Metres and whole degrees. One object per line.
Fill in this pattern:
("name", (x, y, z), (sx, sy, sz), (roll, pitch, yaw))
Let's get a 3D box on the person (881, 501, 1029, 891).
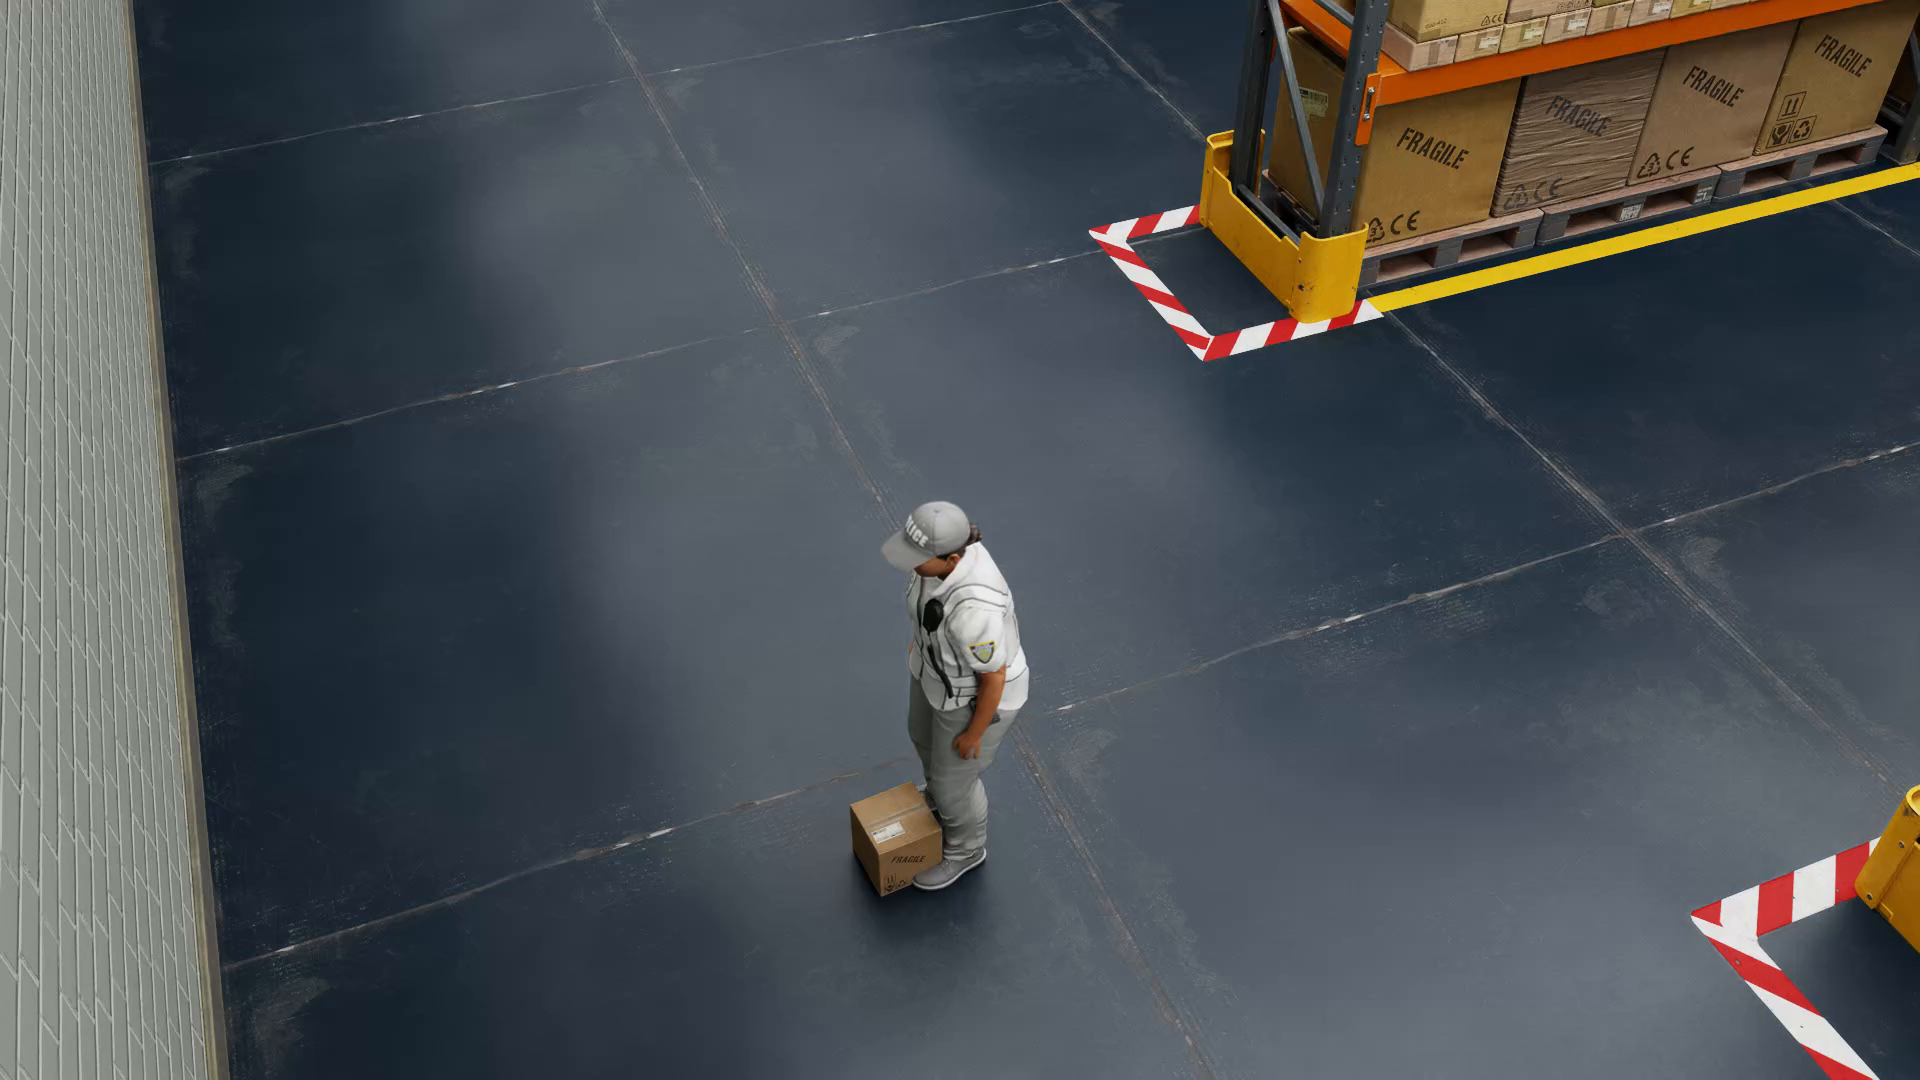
("person", (-0.029, 0.493, 5.607), (0.465, 1.666, 0.538), (-15, 44, -16))
